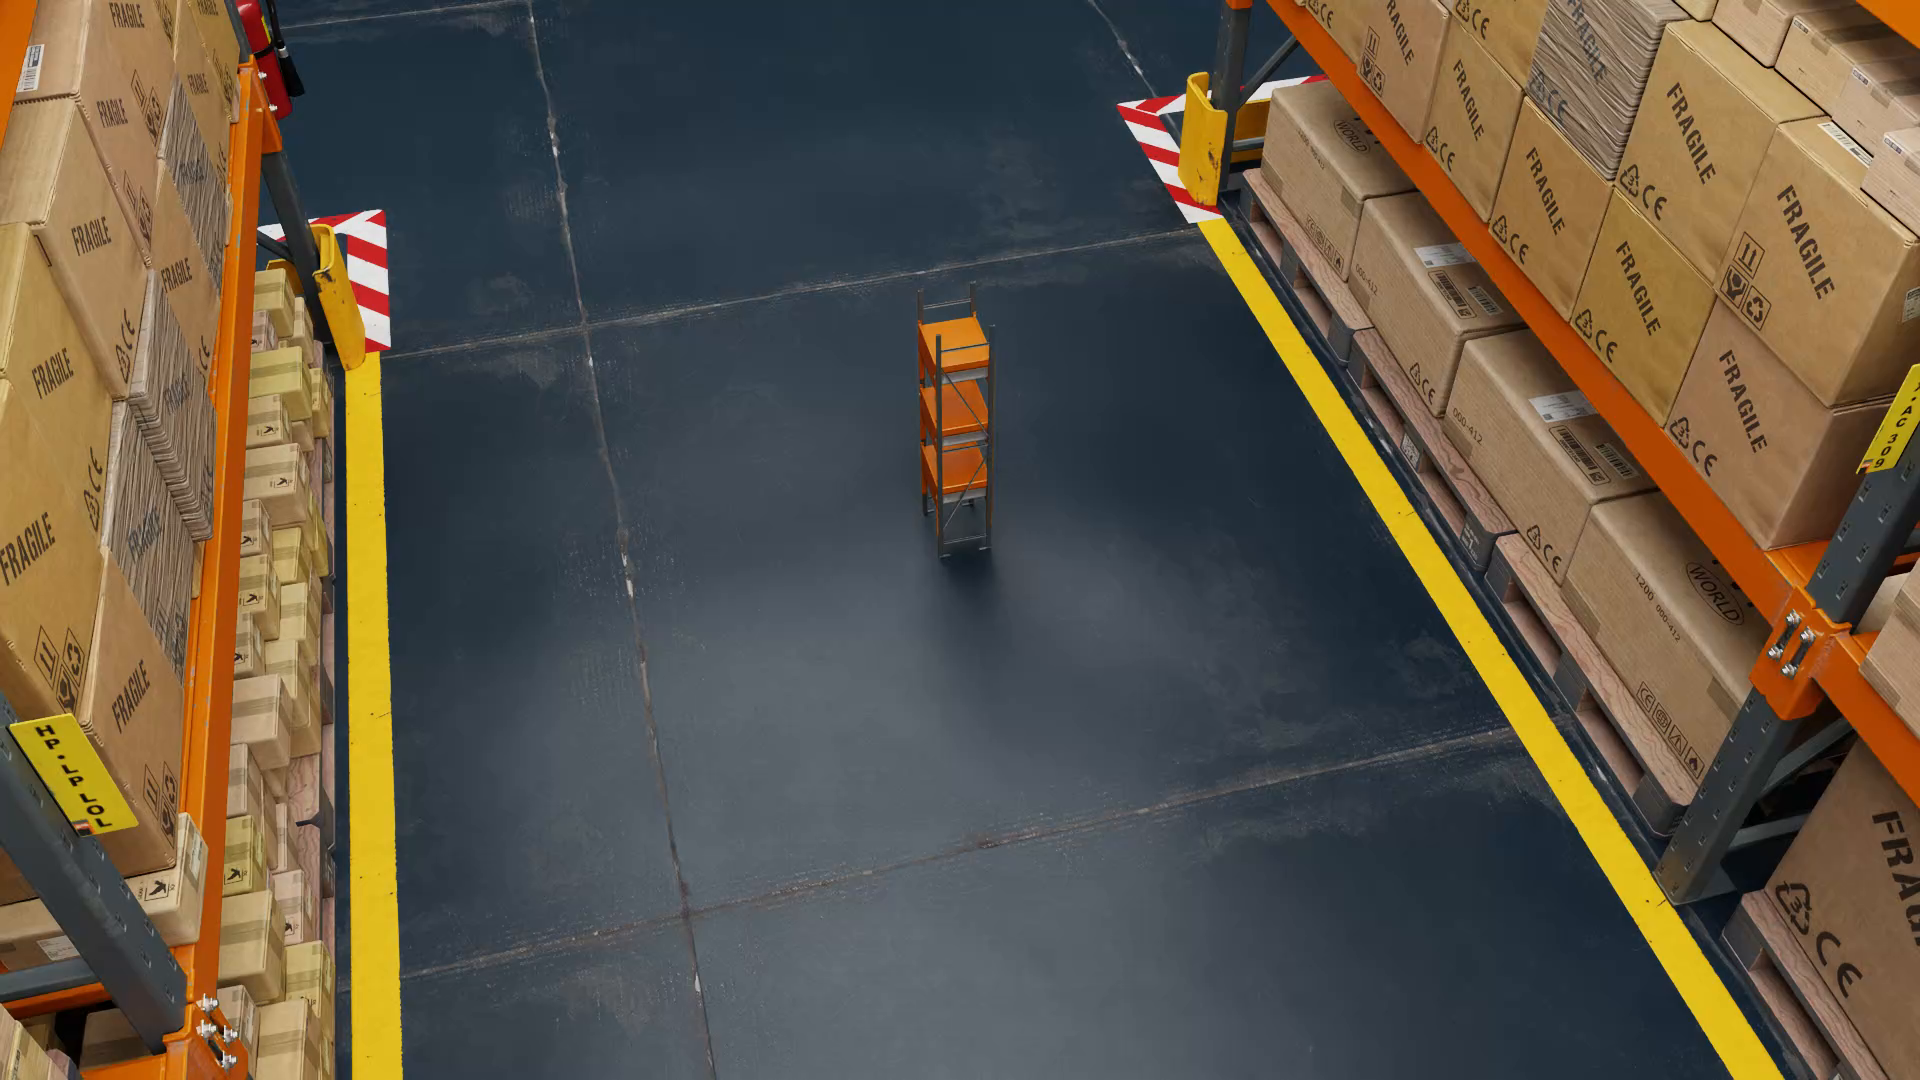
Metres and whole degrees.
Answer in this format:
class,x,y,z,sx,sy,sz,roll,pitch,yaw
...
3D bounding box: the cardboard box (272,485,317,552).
class,x,y,z,sx,sy,sz,roll,pitch,yaw
cardboard box,-2.425,-0.062,5.704,0.380,0.149,0.250,-10,46,-10

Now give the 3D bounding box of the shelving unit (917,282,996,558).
class,x,y,z,sx,sy,sz,roll,pitch,yaw
shelving unit,-0.014,-0.404,5.911,0.215,1.050,0.252,-11,47,-10

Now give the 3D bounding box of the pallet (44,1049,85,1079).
class,x,y,z,sx,sy,sz,roll,pitch,yaw
pallet,-2.037,1.549,2.766,1.003,0.211,1.213,-11,47,-10

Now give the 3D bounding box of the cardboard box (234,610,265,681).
class,x,y,z,sx,sy,sz,roll,pitch,yaw
cardboard box,-2.330,0.388,5.055,0.380,0.149,0.250,-12,47,-12

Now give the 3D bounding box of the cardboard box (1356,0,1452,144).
class,x,y,z,sx,sy,sz,roll,pitch,yaw
cardboard box,1.758,-1.762,5.806,0.500,0.500,0.500,-11,47,-11

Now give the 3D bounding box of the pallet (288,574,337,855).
class,x,y,z,sx,sy,sz,roll,pitch,yaw
pallet,-2.614,0.602,5.512,1.003,0.211,1.213,-11,47,-10

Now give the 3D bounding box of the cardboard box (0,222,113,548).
class,x,y,z,sx,sy,sz,roll,pitch,yaw
cardboard box,-2.119,-0.273,3.439,0.500,0.500,0.500,-12,47,-12

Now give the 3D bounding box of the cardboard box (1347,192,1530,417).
class,x,y,z,sx,sy,sz,roll,pitch,yaw
cardboard box,2.151,-0.992,6.622,0.875,0.438,0.875,-10,46,-9

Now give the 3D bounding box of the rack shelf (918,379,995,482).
class,x,y,z,sx,sy,sz,roll,pitch,yaw
rack shelf,-0.014,-0.397,5.919,0.215,0.259,0.240,-11,47,-10

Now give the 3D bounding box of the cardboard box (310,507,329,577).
class,x,y,z,sx,sy,sz,roll,pitch,yaw
cardboard box,-2.430,0.032,5.821,0.380,0.149,0.250,-13,47,-12

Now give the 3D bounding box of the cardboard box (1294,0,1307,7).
class,x,y,z,sx,sy,sz,roll,pitch,yaw
cardboard box,1.489,-2.460,6.491,0.500,0.500,0.500,-11,47,-11

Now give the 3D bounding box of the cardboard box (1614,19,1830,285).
class,x,y,z,sx,sy,sz,roll,pitch,yaw
cardboard box,2.158,-1.060,4.418,0.500,0.500,0.500,-11,47,-11

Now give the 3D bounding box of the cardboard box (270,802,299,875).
class,x,y,z,sx,sy,sz,roll,pitch,yaw
cardboard box,-2.170,0.956,4.915,0.380,0.149,0.250,-12,47,-11

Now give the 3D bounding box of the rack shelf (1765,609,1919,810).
class,x,y,z,sx,sy,sz,roll,pitch,yaw
rack shelf,3.179,1.585,3.100,1.077,0.370,4.000,-11,47,-10

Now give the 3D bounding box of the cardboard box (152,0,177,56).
class,x,y,z,sx,sy,sz,roll,pitch,yaw
cardboard box,-2.629,-1.703,4.841,0.500,0.500,0.500,-12,47,-12

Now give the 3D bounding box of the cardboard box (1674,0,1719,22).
class,x,y,z,sx,sy,sz,roll,pitch,yaw
cardboard box,2.083,-1.528,4.423,0.380,0.149,0.250,-11,47,-11

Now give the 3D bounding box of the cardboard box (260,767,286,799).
class,x,y,z,sx,sy,sz,roll,pitch,yaw
cardboard box,-2.238,0.664,4.993,0.380,0.149,0.250,-9,46,-8

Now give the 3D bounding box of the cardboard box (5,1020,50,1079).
class,x,y,z,sx,sy,sz,roll,pitch,yaw
cardboard box,-1.799,1.003,2.841,0.380,0.149,0.250,-9,46,-9

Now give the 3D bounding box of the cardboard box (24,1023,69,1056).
class,x,y,z,sx,sy,sz,roll,pitch,yaw
cardboard box,-2.435,1.372,4.091,0.380,0.149,0.250,-9,46,-9

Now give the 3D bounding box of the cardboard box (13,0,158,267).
class,x,y,z,sx,sy,sz,roll,pitch,yaw
cardboard box,-2.348,-0.981,4.133,0.500,0.500,0.500,-12,47,-12

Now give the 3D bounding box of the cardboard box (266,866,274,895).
class,x,y,z,sx,sy,sz,roll,pitch,yaw
cardboard box,-2.124,1.045,4.619,0.380,0.149,0.250,-11,47,-11

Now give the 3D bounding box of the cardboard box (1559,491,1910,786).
class,x,y,z,sx,sy,sz,roll,pitch,yaw
cardboard box,2.610,0.249,5.406,0.875,0.438,0.875,-11,47,-11

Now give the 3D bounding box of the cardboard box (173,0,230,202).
class,x,y,z,sx,sy,sz,roll,pitch,yaw
cardboard box,-2.625,-1.354,5.198,0.500,0.500,0.500,-11,47,-11

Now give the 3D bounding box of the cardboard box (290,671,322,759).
class,x,y,z,sx,sy,sz,roll,pitch,yaw
cardboard box,-2.246,0.580,5.284,0.380,0.149,0.250,-12,47,-11

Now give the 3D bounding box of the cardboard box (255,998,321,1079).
class,x,y,z,sx,sy,sz,roll,pitch,yaw
cardboard box,-1.875,1.365,4.306,0.380,0.149,0.250,-9,46,-8

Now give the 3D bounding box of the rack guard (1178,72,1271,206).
class,x,y,z,sx,sy,sz,roll,pitch,yaw
rack guard,1.637,-1.951,7.812,1.175,0.500,0.348,-11,47,-10

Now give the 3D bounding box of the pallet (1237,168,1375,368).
class,x,y,z,sx,sy,sz,roll,pitch,yaw
pallet,1.924,-1.295,7.372,1.003,0.211,1.213,-11,47,-10

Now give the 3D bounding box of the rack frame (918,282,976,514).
class,x,y,z,sx,sy,sz,roll,pitch,yaw
rack frame,-0.045,-0.489,5.994,0.200,1.050,0.008,-11,47,-10

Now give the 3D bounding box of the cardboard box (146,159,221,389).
class,x,y,z,sx,sy,sz,roll,pitch,yaw
cardboard box,-2.368,-0.659,4.518,0.500,0.500,0.500,-9,46,-8

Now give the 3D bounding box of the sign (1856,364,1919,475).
class,x,y,z,sx,sy,sz,roll,pitch,yaw
sign,2.131,-0.276,3.758,0.100,0.325,0.005,-11,47,-10

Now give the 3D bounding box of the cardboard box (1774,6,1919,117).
class,x,y,z,sx,sy,sz,roll,pitch,yaw
cardboard box,2.264,-1.190,4.092,0.380,0.149,0.250,-11,47,-10

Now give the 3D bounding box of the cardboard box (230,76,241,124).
class,x,y,z,sx,sy,sz,roll,pitch,yaw
cardboard box,-2.759,-1.573,5.867,0.380,0.149,0.250,-11,47,-10

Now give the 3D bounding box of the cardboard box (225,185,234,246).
class,x,y,z,sx,sy,sz,roll,pitch,yaw
cardboard box,-2.565,-1.052,5.357,0.380,0.149,0.250,-10,46,-9

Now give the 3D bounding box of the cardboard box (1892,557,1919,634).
class,x,y,z,sx,sy,sz,roll,pitch,yaw
cardboard box,2.507,0.185,3.723,0.500,0.250,0.500,-12,47,-11

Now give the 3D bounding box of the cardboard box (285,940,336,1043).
class,x,y,z,sx,sy,sz,roll,pitch,yaw
cardboard box,-1.943,1.284,4.593,0.380,0.149,0.250,-9,46,-9

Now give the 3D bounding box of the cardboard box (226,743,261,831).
class,x,y,z,sx,sy,sz,roll,pitch,yaw
cardboard box,-2.194,0.752,4.699,0.380,0.149,0.250,-12,47,-11

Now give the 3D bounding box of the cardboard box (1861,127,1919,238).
class,x,y,z,sx,sy,sz,roll,pitch,yaw
cardboard box,2.281,-0.814,3.723,0.380,0.149,0.250,-12,47,-11

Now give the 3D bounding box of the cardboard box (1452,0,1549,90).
class,x,y,z,sx,sy,sz,roll,pitch,yaw
cardboard box,1.898,-1.757,5.102,0.500,0.500,0.500,-11,47,-10

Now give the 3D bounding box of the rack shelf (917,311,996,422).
class,x,y,z,sx,sy,sz,roll,pitch,yaw
rack shelf,-0.014,-0.596,5.716,0.215,0.259,0.240,-11,47,-10

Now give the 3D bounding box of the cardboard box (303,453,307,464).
class,x,y,z,sx,sy,sz,roll,pitch,yaw
cardboard box,-2.631,-0.301,6.147,0.380,0.149,0.250,-11,47,-11

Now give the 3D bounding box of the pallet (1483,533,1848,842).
class,x,y,z,sx,sy,sz,roll,pitch,yaw
pallet,2.548,0.389,5.721,1.003,0.211,1.213,-11,47,-10

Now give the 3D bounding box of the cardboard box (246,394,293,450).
class,x,y,z,sx,sy,sz,roll,pitch,yaw
cardboard box,-2.532,-0.343,5.771,0.380,0.149,0.250,-12,47,-12

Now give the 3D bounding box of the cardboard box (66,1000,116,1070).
class,x,y,z,sx,sy,sz,roll,pitch,yaw
cardboard box,-2.507,1.375,4.504,0.380,0.149,0.250,-10,46,-9

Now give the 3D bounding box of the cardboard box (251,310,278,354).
class,x,y,z,sx,sy,sz,roll,pitch,yaw
cardboard box,-2.727,-0.689,6.110,0.380,0.149,0.250,-10,46,-10

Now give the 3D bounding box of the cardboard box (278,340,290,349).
class,x,y,z,sx,sy,sz,roll,pitch,yaw
cardboard box,-2.690,-0.585,6.217,0.380,0.149,0.250,-12,47,-11

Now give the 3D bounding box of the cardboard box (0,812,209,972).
class,x,y,z,sx,sy,sz,roll,pitch,yaw
cardboard box,-1.848,0.760,3.581,0.380,0.149,0.250,-9,46,-9

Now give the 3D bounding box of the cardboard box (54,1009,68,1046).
class,x,y,z,sx,sy,sz,roll,pitch,yaw
cardboard box,-2.561,1.330,4.340,0.380,0.149,0.250,-13,47,-12

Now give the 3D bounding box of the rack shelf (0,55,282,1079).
class,x,y,z,sx,sy,sz,roll,pitch,yaw
rack shelf,-2.604,-0.202,4.851,1.077,0.370,4.000,-11,47,-10

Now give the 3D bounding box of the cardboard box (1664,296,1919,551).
class,x,y,z,sx,sy,sz,roll,pitch,yaw
cardboard box,2.302,-0.356,4.429,0.500,0.500,0.500,-10,46,-10

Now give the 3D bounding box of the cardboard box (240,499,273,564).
class,x,y,z,sx,sy,sz,roll,pitch,yaw
cardboard box,-2.450,0.035,5.401,0.380,0.149,0.250,-12,47,-12

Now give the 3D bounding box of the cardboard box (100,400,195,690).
class,x,y,z,sx,sy,sz,roll,pitch,yaw
cardboard box,-2.109,0.060,3.813,0.500,0.500,0.500,-11,47,-10

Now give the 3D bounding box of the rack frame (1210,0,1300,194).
class,x,y,z,sx,sy,sz,roll,pitch,yaw
rack frame,1.643,-2.809,6.903,1.000,3.000,0.127,-11,47,-10

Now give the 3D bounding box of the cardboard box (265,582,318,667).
class,x,y,z,sx,sy,sz,roll,pitch,yaw
cardboard box,-2.280,0.304,5.346,0.380,0.149,0.250,-10,46,-10

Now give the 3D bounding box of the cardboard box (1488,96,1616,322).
class,x,y,z,sx,sy,sz,roll,pitch,yaw
cardboard box,2.022,-1.055,5.113,0.500,0.500,0.500,-11,47,-11

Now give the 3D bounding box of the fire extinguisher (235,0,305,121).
class,x,y,z,sx,sy,sz,roll,pitch,yaw
fire extinguisher,-2.734,-1.935,6.361,0.296,0.674,0.183,-11,47,-10

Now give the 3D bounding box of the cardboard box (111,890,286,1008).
class,x,y,z,sx,sy,sz,roll,pitch,yaw
cardboard box,-1.993,1.093,4.364,0.380,0.149,0.250,-9,46,-8
